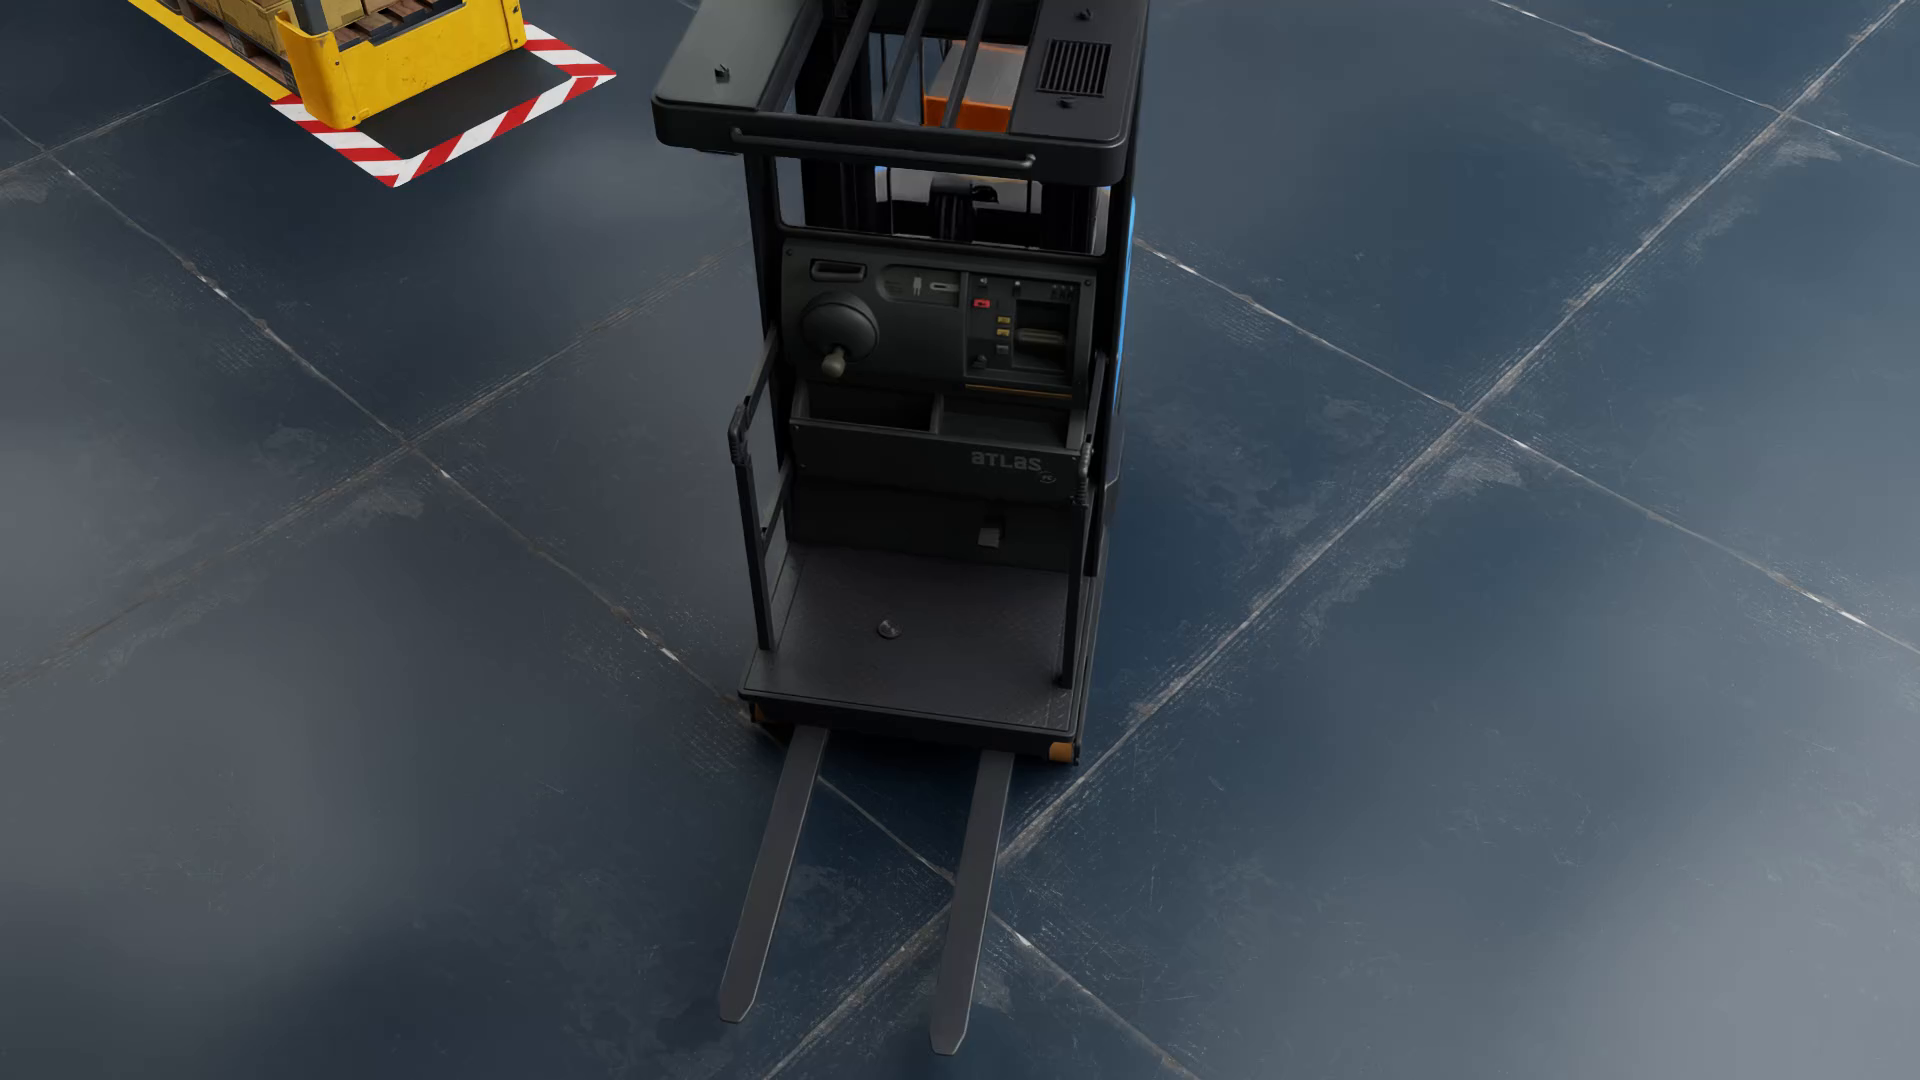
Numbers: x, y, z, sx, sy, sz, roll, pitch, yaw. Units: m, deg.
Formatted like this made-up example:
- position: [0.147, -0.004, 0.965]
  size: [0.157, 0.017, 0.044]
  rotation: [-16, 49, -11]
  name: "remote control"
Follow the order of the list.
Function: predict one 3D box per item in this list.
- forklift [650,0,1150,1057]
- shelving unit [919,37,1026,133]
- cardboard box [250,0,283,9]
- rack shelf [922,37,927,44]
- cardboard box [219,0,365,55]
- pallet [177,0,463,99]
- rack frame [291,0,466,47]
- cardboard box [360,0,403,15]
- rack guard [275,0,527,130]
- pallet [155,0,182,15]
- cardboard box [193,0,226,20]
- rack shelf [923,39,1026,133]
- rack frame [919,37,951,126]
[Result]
- position: [-0.102, -0.550, 4.756]
  size: [1.130, 2.935, 3.031]
  rotation: [7, 47, 6]
  name: "forklift"
- position: [0.149, -1.561, 6.271]
  size: [0.503, 2.100, 0.431]
  rotation: [10, 47, 10]
  name: "shelving unit"
- position: [-3.375, -2.987, 8.080]
  size: [0.500, 0.500, 0.500]
  rotation: [34, 55, 28]
  name: "cardboard box"
- position: [0.146, -2.034, 5.774]
  size: [0.480, 0.518, 0.431]
  rotation: [10, 47, 10]
  name: "rack shelf"
- position: [-3.374, -2.731, 8.355]
  size: [0.500, 0.250, 0.500]
  rotation: [34, 55, 28]
  name: "cardboard box"
- position: [-3.370, -2.823, 8.756]
  size: [1.213, 0.211, 1.003]
  rotation: [34, 55, 28]
  name: "pallet"
- position: [-2.779, -3.422, 7.405]
  size: [0.127, 3.000, 1.000]
  rotation: [34, 55, 28]
  name: "rack frame"
- position: [-3.023, -3.009, 8.615]
  size: [0.500, 0.250, 0.500]
  rotation: [34, 55, 28]
  name: "cardboard box"
- position: [-2.762, -2.554, 8.305]
  size: [0.348, 0.500, 1.175]
  rotation: [34, 55, 28]
  name: "rack guard"
- position: [-4.262, -3.426, 9.322]
  size: [1.213, 0.211, 1.003]
  rotation: [34, 55, 28]
  name: "pallet"
- position: [-3.750, -2.972, 8.581]
  size: [0.500, 0.250, 0.500]
  rotation: [34, 55, 28]
  name: "cardboard box"
- position: [0.149, -1.551, 6.281]
  size: [0.480, 0.518, 0.431]
  rotation: [10, 47, 10]
  name: "rack shelf"
- position: [-0.088, -1.602, 6.312]
  size: [0.015, 2.100, 0.400]
  rotation: [10, 47, 10]
  name: "rack frame"
